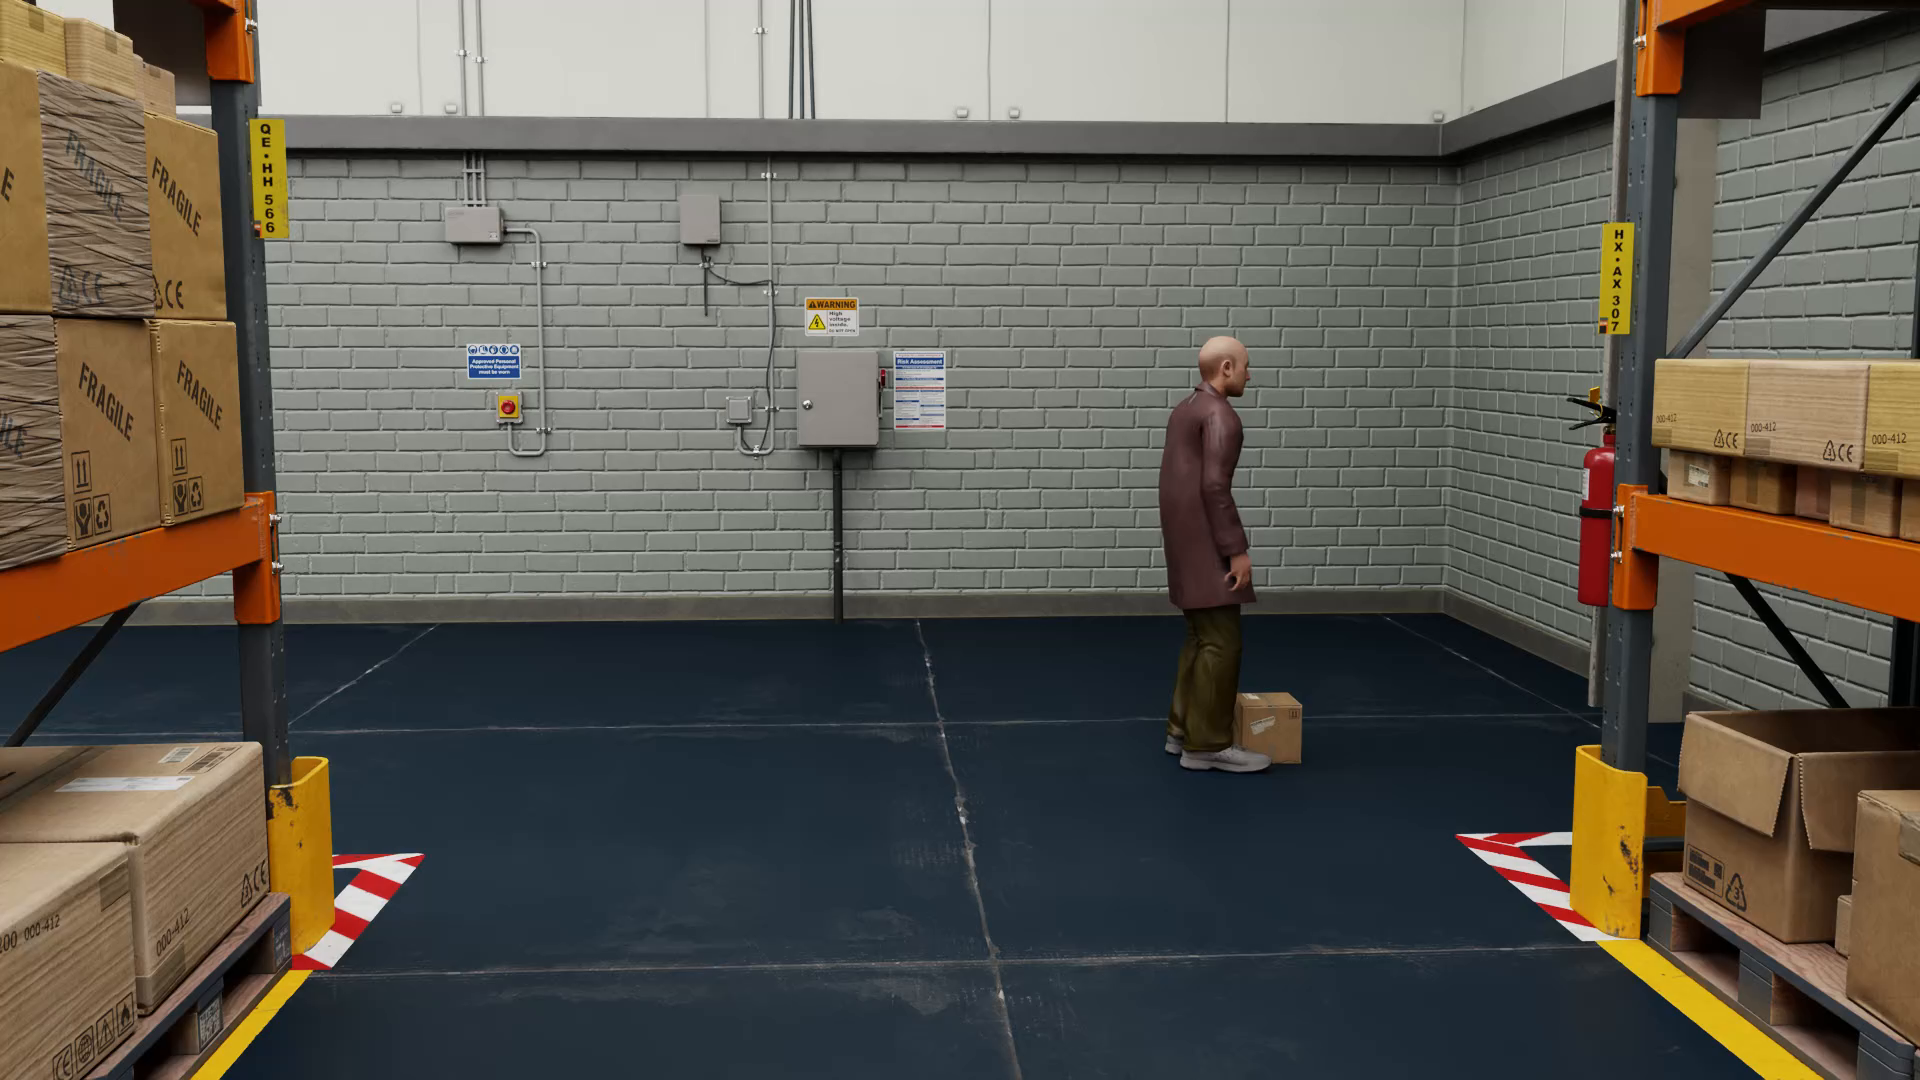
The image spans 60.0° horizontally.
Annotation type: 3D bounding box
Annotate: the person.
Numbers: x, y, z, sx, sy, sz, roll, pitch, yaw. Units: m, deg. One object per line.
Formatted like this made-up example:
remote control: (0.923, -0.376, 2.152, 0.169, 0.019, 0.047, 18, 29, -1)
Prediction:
person: (1.048, 0.040, 6.955, 0.420, 1.775, 0.655, -1, 7, -7)
